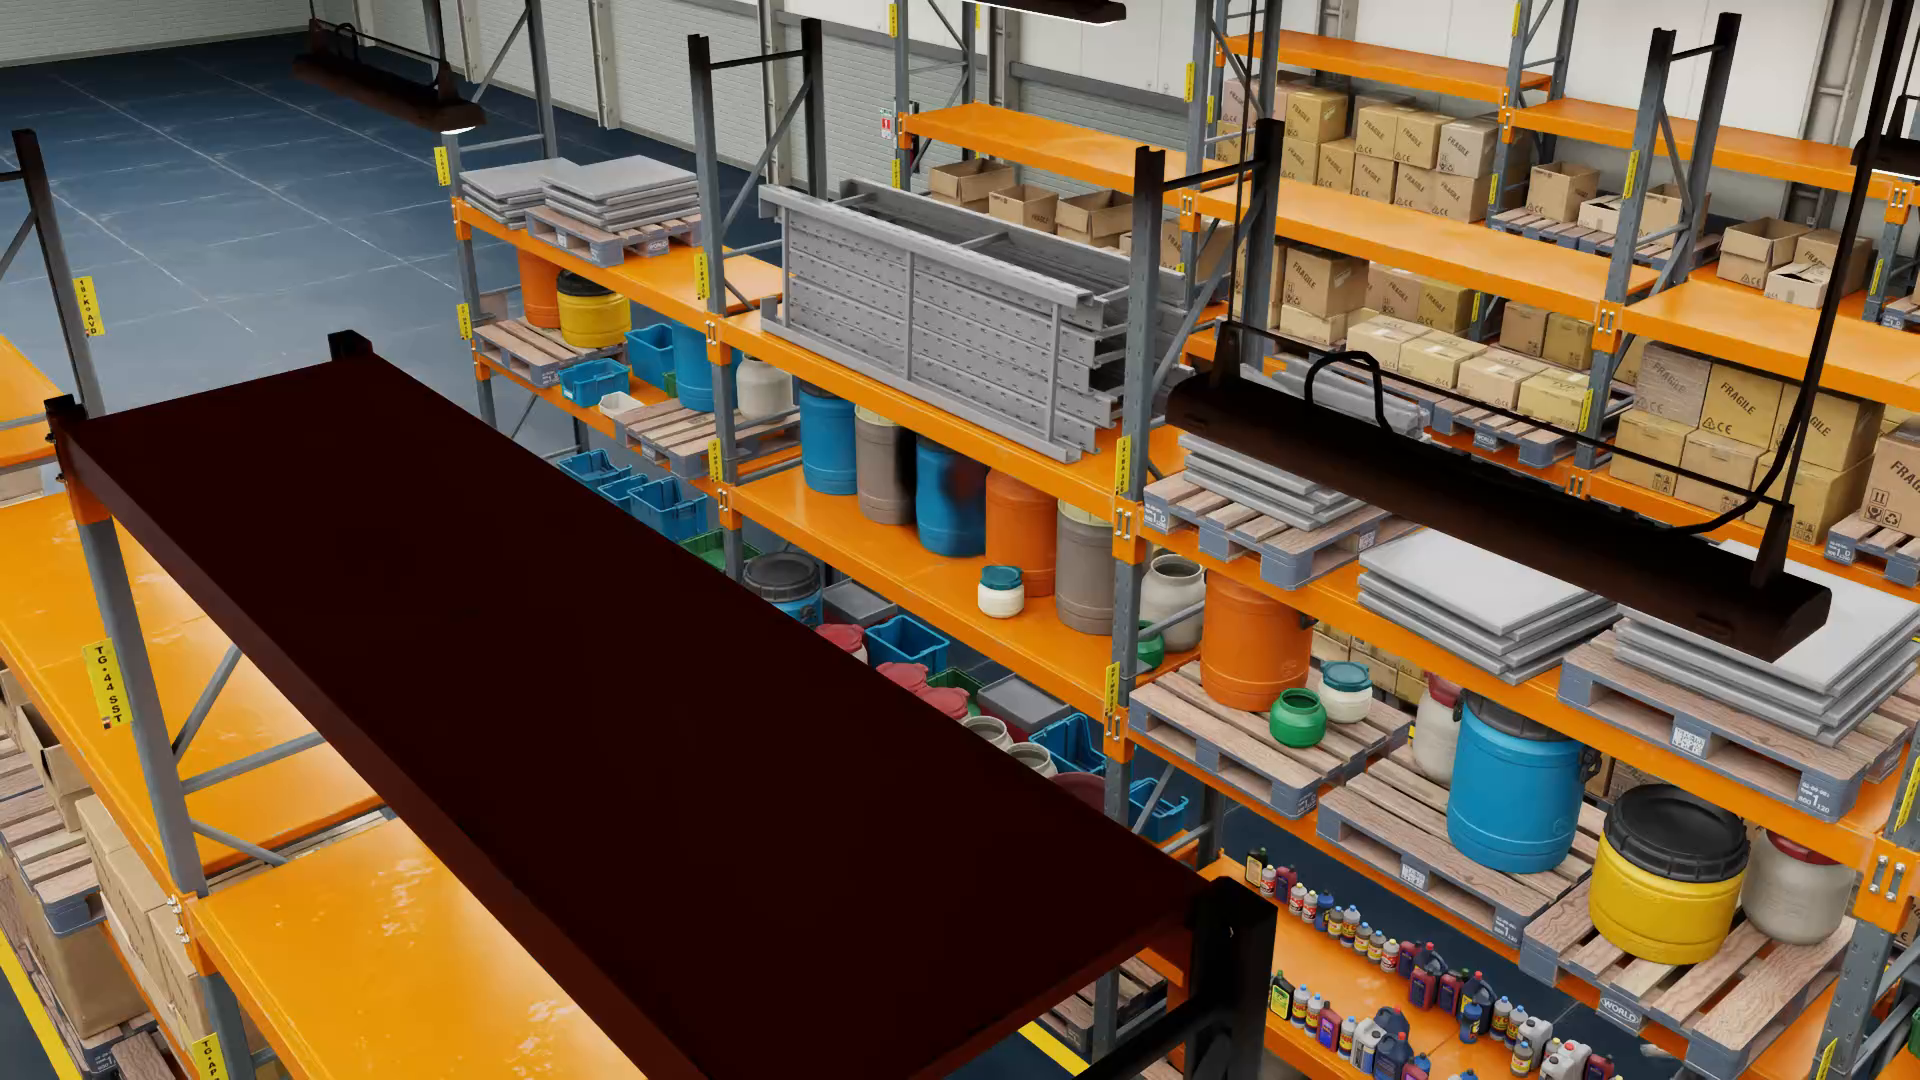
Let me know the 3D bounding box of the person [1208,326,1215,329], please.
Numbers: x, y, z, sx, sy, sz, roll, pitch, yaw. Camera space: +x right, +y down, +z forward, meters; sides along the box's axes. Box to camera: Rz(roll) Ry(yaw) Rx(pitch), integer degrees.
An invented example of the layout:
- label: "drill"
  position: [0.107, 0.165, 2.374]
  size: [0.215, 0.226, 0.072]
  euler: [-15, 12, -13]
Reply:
- label: "person"
  position: [3.015, -1.911, 19.541]
  size: [0.521, 1.713, 0.544]
  euler: [-18, 32, -32]

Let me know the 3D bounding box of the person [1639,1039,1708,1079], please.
- label: "person"
  position: [4.370, 3.007, 9.789]
  size: [0.570, 1.627, 1.017]
  euler: [-15, 31, -27]

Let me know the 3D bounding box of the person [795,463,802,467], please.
- label: "person"
  position: [-1.385, -0.574, 16.907]
  size: [0.681, 1.677, 0.566]
  euler: [18, 32, 31]
